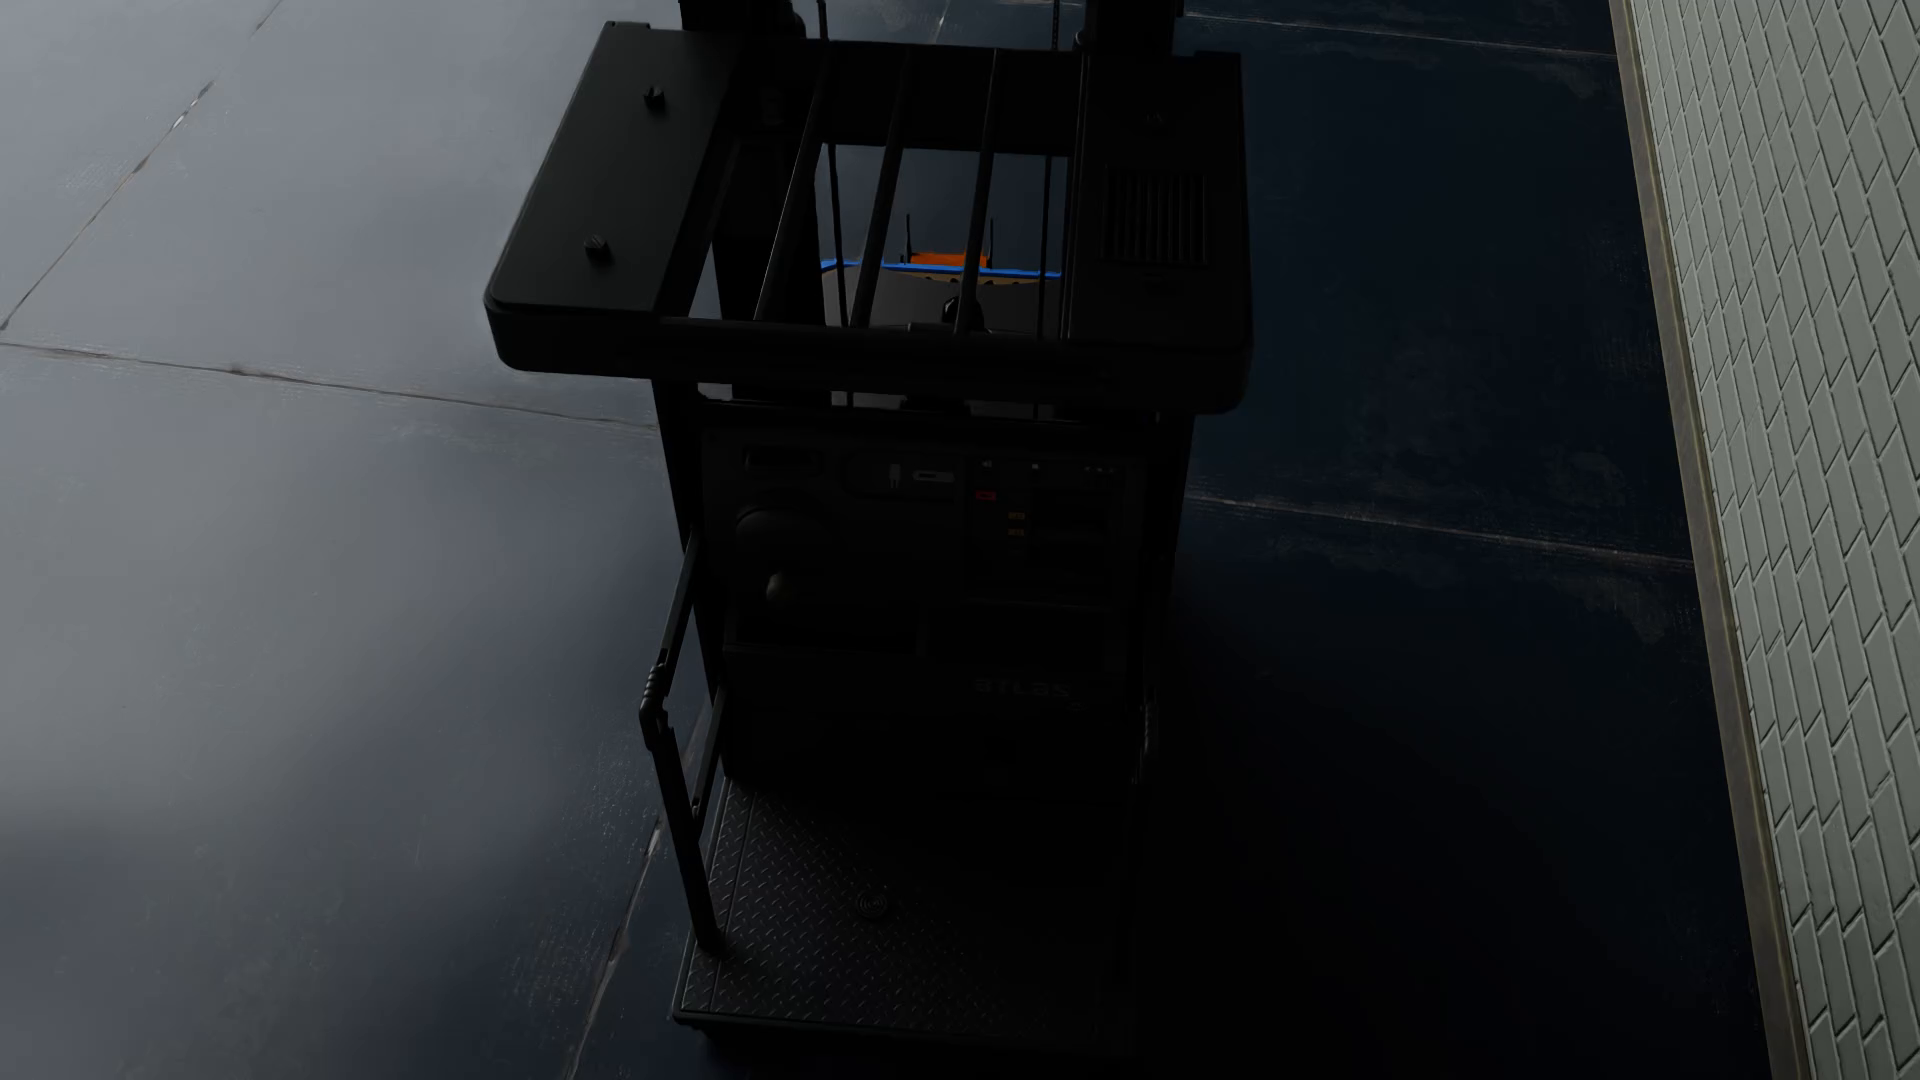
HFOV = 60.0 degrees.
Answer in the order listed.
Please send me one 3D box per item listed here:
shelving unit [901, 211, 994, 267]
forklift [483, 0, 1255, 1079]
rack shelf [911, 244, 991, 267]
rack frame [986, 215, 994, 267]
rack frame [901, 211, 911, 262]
[{"bbox_3d":[-0.035,-0.525,5.154,0.252,1.050,0.215,3,48,3],"label":"shelving unit"},{"bbox_3d":[-0.097,0.064,3.360,1.130,2.935,3.031,4,48,4],"label":"forklift"},{"bbox_3d":[-0.035,-0.707,4.950,0.240,0.259,0.215,3,48,3],"label":"rack shelf"},{"bbox_3d":[0.086,-0.518,5.147,0.008,1.050,0.200,3,48,3],"label":"rack frame"},{"bbox_3d":[-0.157,-0.532,5.160,0.008,1.050,0.200,3,48,3],"label":"rack frame"}]
